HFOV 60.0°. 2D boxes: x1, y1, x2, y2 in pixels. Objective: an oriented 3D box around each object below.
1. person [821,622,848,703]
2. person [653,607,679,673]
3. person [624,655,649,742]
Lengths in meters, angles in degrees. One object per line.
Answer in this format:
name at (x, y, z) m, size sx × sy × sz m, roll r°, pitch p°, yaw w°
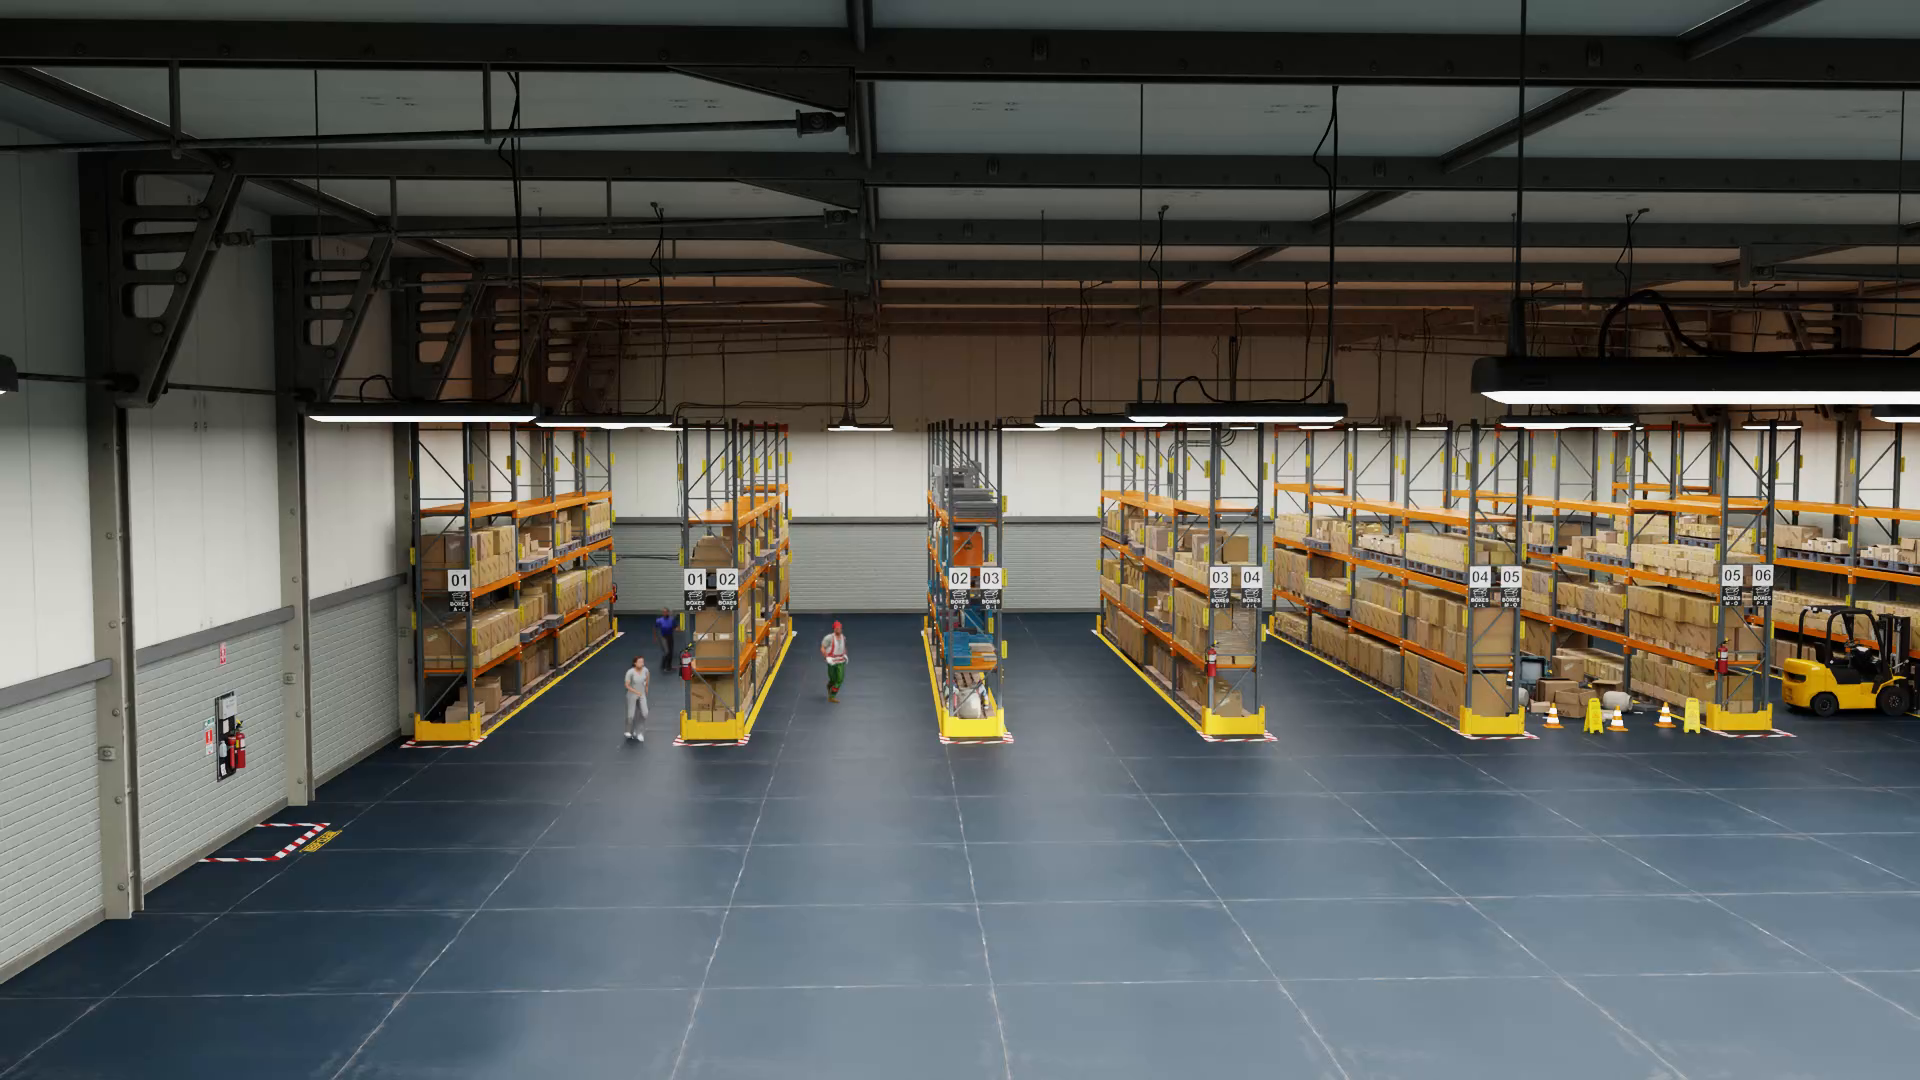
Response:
person at (-2.699, 2.594, 35.470) m, size 0.650 × 1.734 × 0.626 m, roll -2°, pitch 4°, yaw -29°
person at (-7.005, 2.405, 39.990) m, size 0.601 × 1.623 × 0.778 m, roll -3°, pitch 5°, yaw -43°
person at (-6.034, 2.946, 31.049) m, size 0.555 × 1.647 × 0.826 m, roll -2°, pitch 4°, yaw -29°
